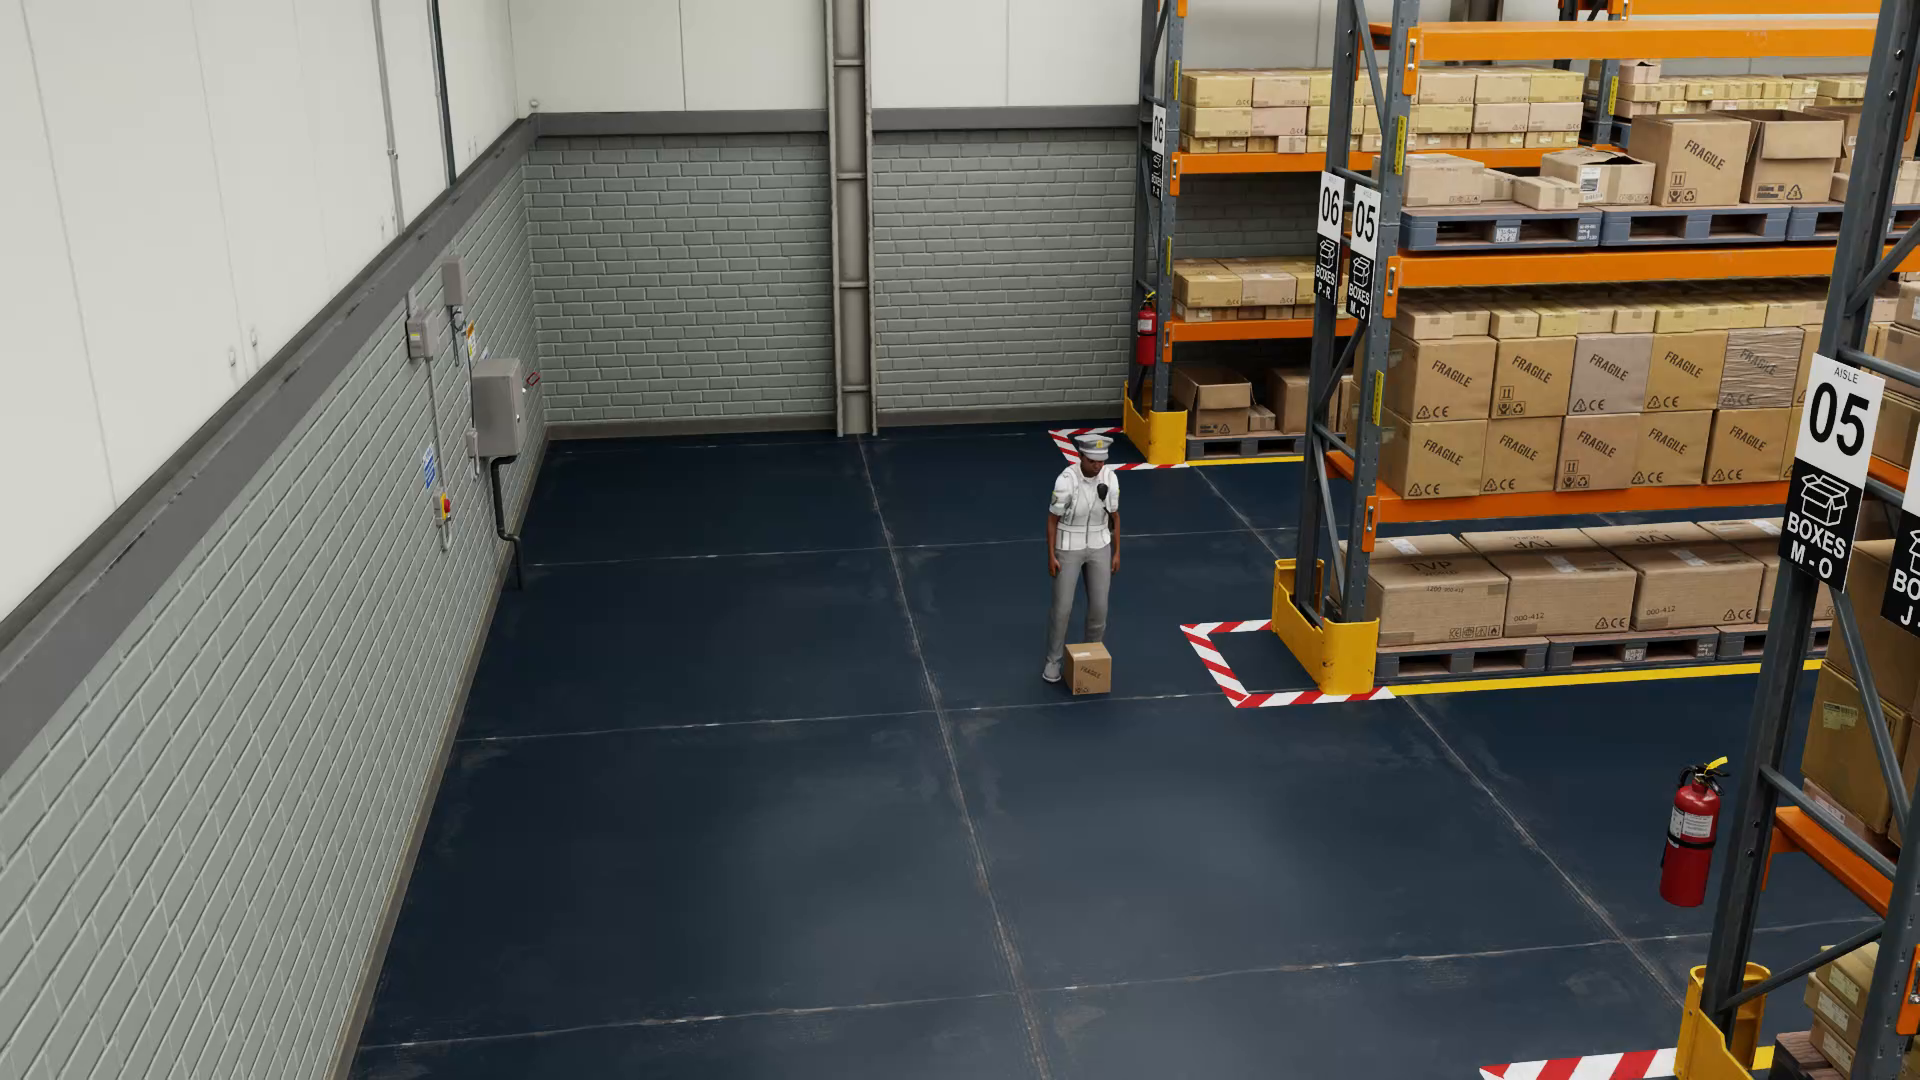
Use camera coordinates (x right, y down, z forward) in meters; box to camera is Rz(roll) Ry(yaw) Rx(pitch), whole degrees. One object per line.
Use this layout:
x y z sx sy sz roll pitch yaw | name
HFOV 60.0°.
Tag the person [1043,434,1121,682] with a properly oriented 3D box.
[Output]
0.792 0.095 10.813 0.532 1.661 0.396 -4 21 -11 | person
